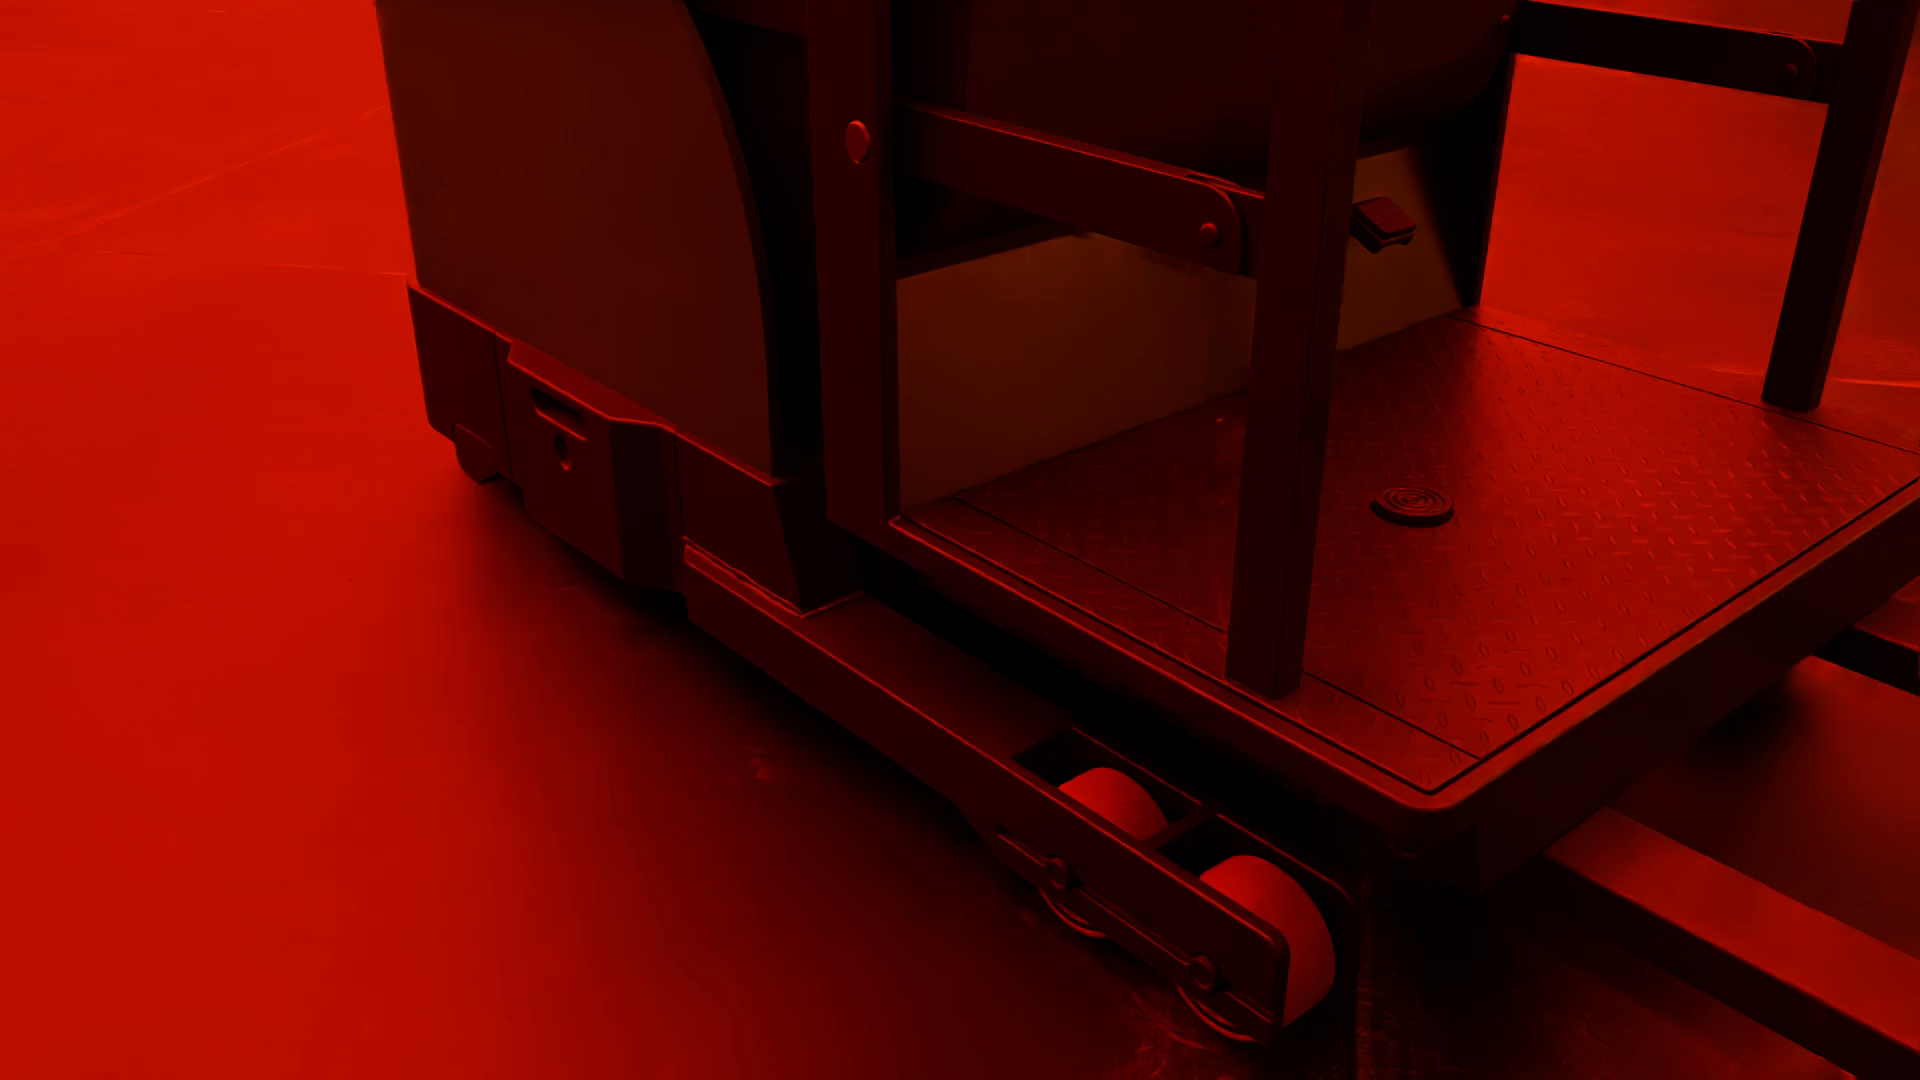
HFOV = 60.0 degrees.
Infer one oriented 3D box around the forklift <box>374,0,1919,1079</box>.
[{"bbox_3d":[0.464,-1.097,1.421,1.130,2.935,3.031,-21,34,-36],"label":"forklift"}]
